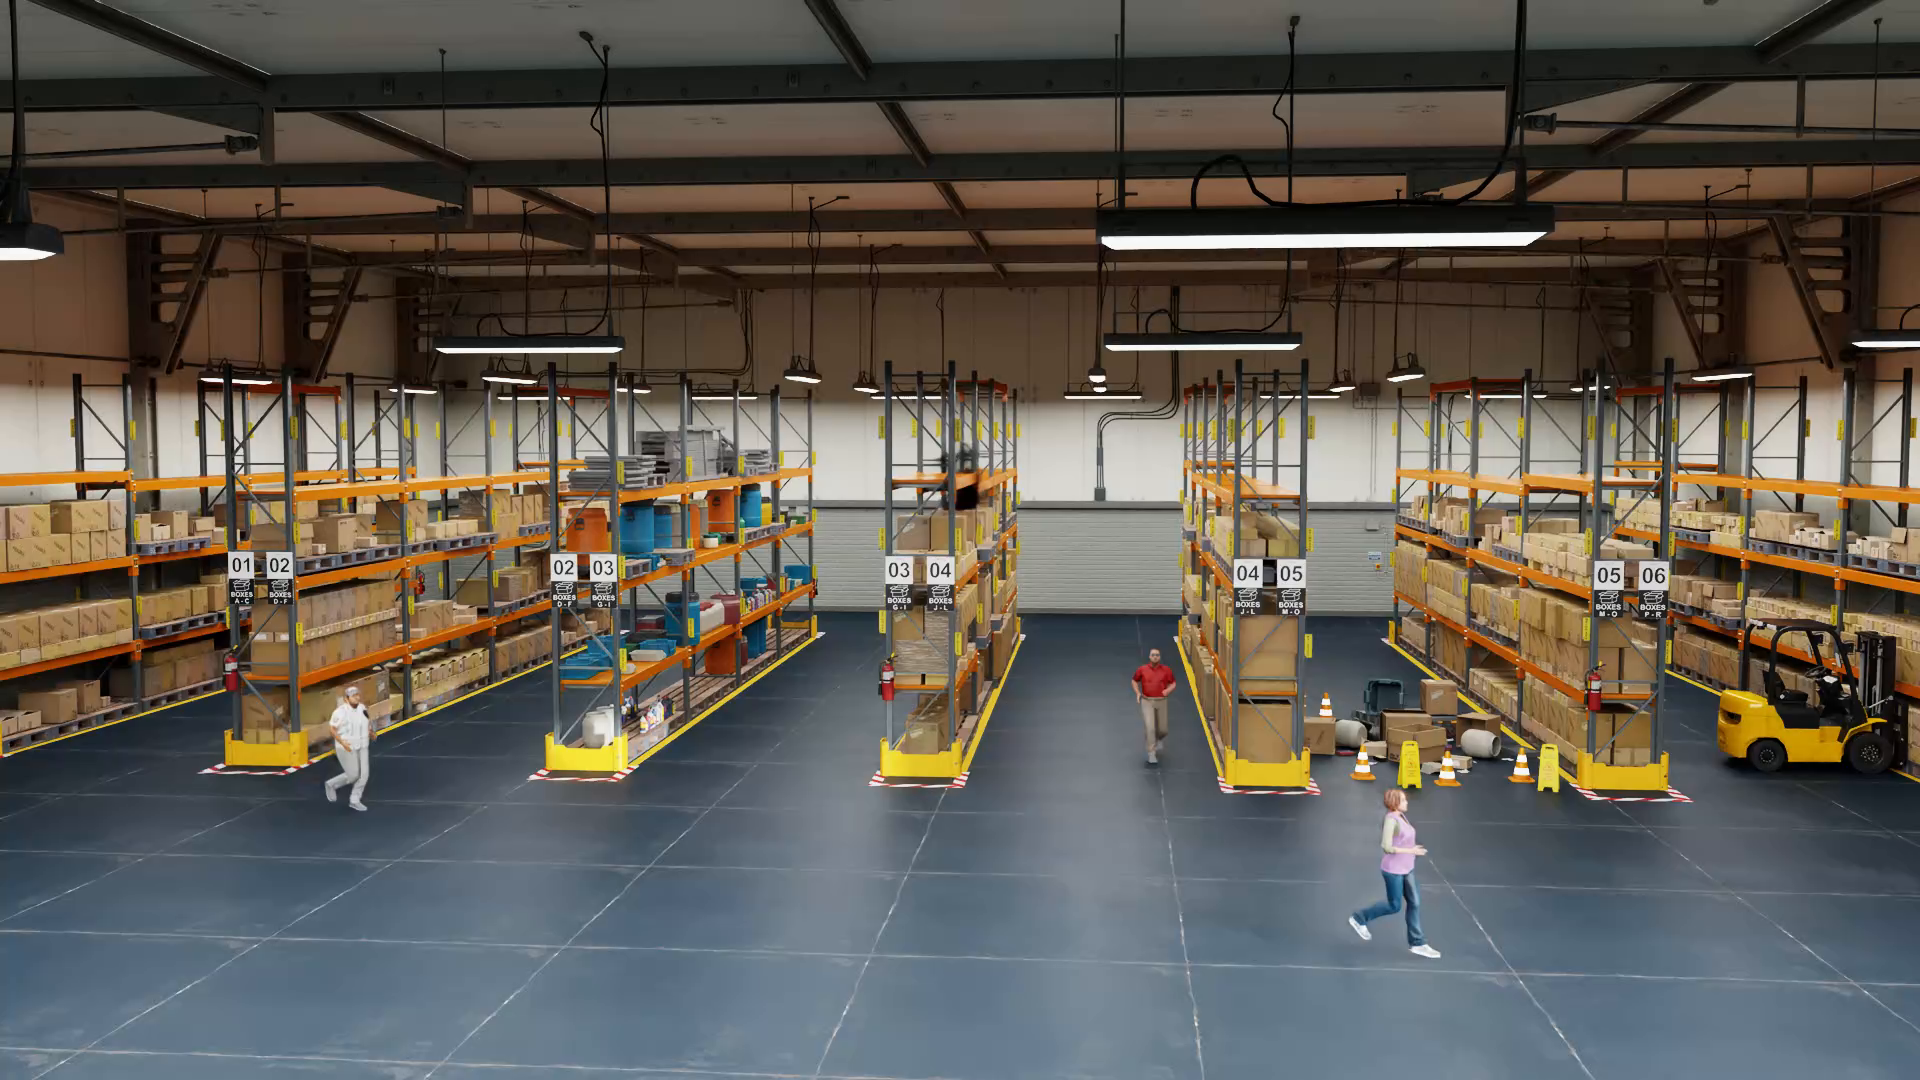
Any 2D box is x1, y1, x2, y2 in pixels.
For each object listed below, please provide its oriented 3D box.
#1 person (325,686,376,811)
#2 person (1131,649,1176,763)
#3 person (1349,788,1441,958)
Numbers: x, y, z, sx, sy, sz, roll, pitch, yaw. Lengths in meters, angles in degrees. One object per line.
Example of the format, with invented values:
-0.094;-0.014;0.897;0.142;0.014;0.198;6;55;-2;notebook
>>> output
-8.065;2.750;22.046;0.603;1.644;0.603;2;4;32;person
2.947;2.494;25.270;0.675;1.688;0.830;0;4;2;person
4.166;3.146;15.825;0.838;1.574;0.541;3;5;34;person
